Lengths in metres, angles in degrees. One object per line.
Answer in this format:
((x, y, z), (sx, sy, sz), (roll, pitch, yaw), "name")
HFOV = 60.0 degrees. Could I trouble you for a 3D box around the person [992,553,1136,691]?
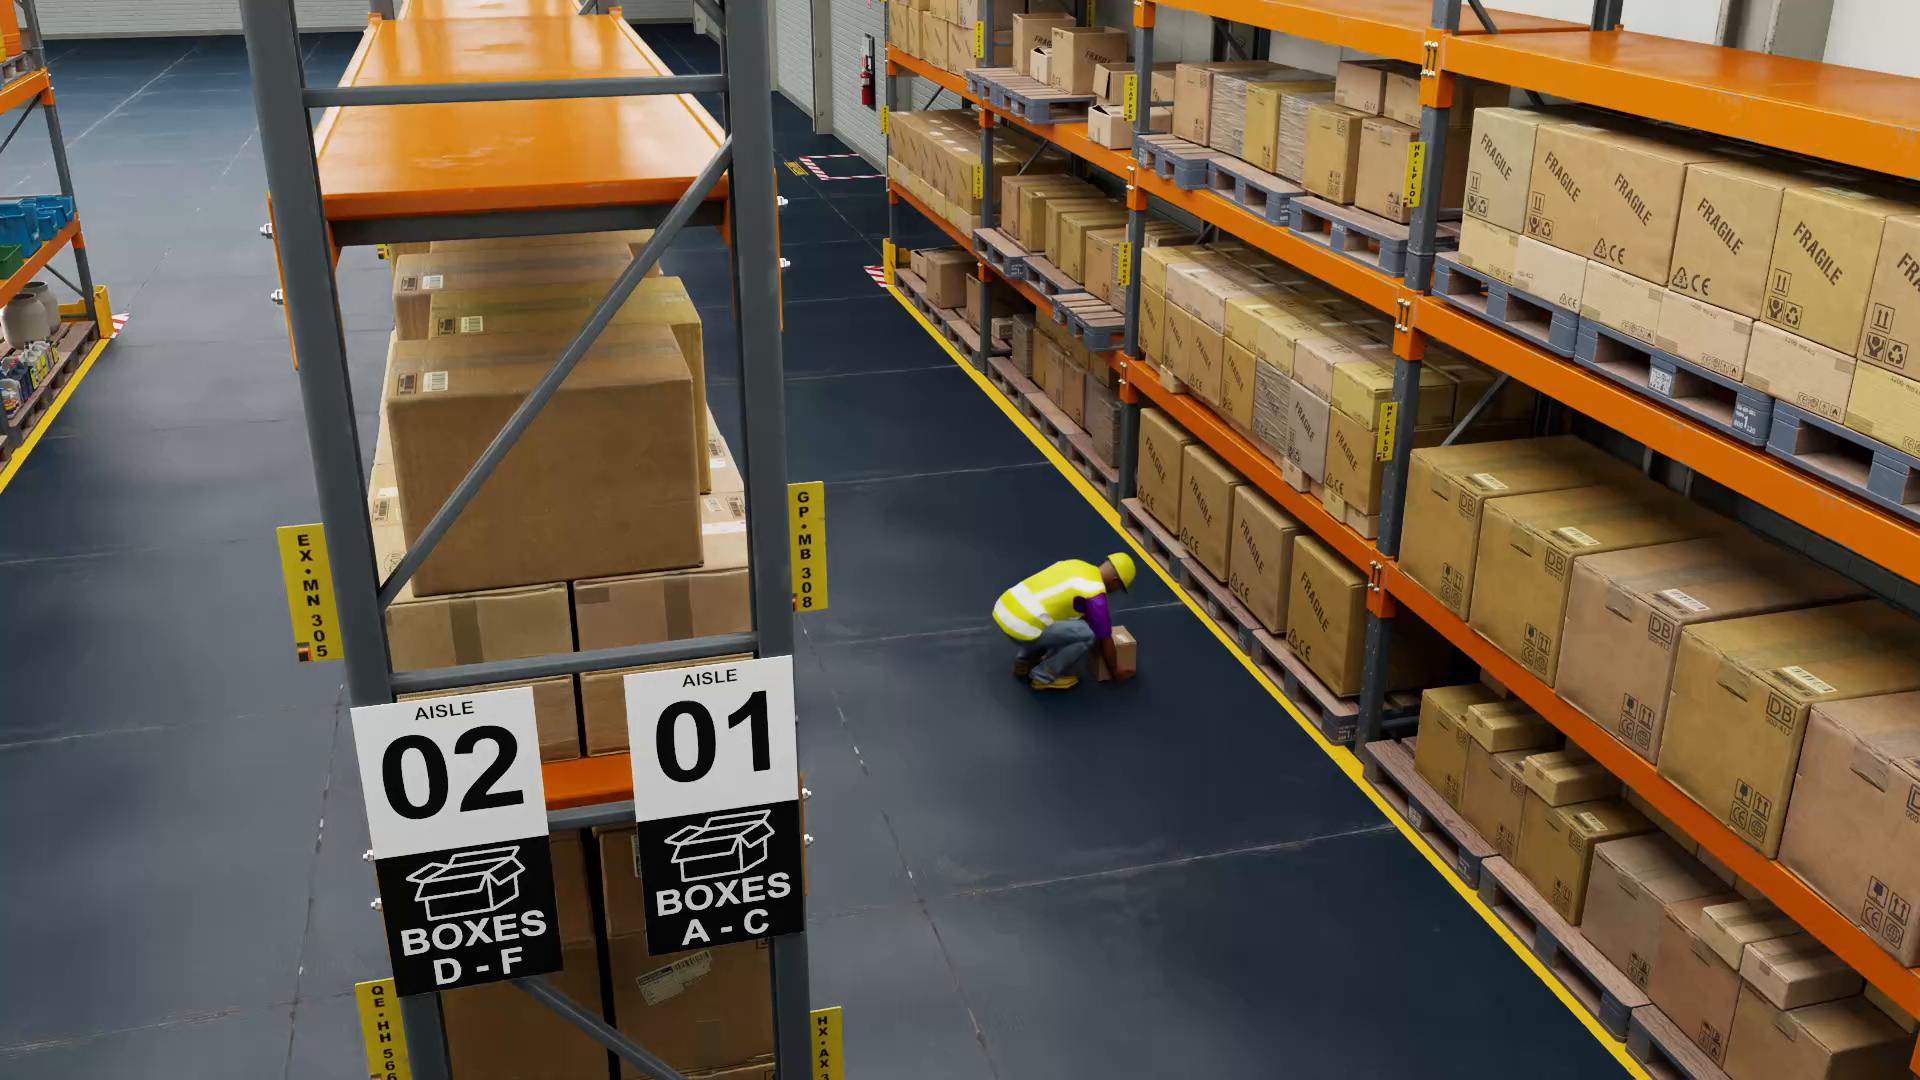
((0.674, 0.534, 10.631), (0.944, 0.859, 0.531), (-7, 24, -15), "person")
